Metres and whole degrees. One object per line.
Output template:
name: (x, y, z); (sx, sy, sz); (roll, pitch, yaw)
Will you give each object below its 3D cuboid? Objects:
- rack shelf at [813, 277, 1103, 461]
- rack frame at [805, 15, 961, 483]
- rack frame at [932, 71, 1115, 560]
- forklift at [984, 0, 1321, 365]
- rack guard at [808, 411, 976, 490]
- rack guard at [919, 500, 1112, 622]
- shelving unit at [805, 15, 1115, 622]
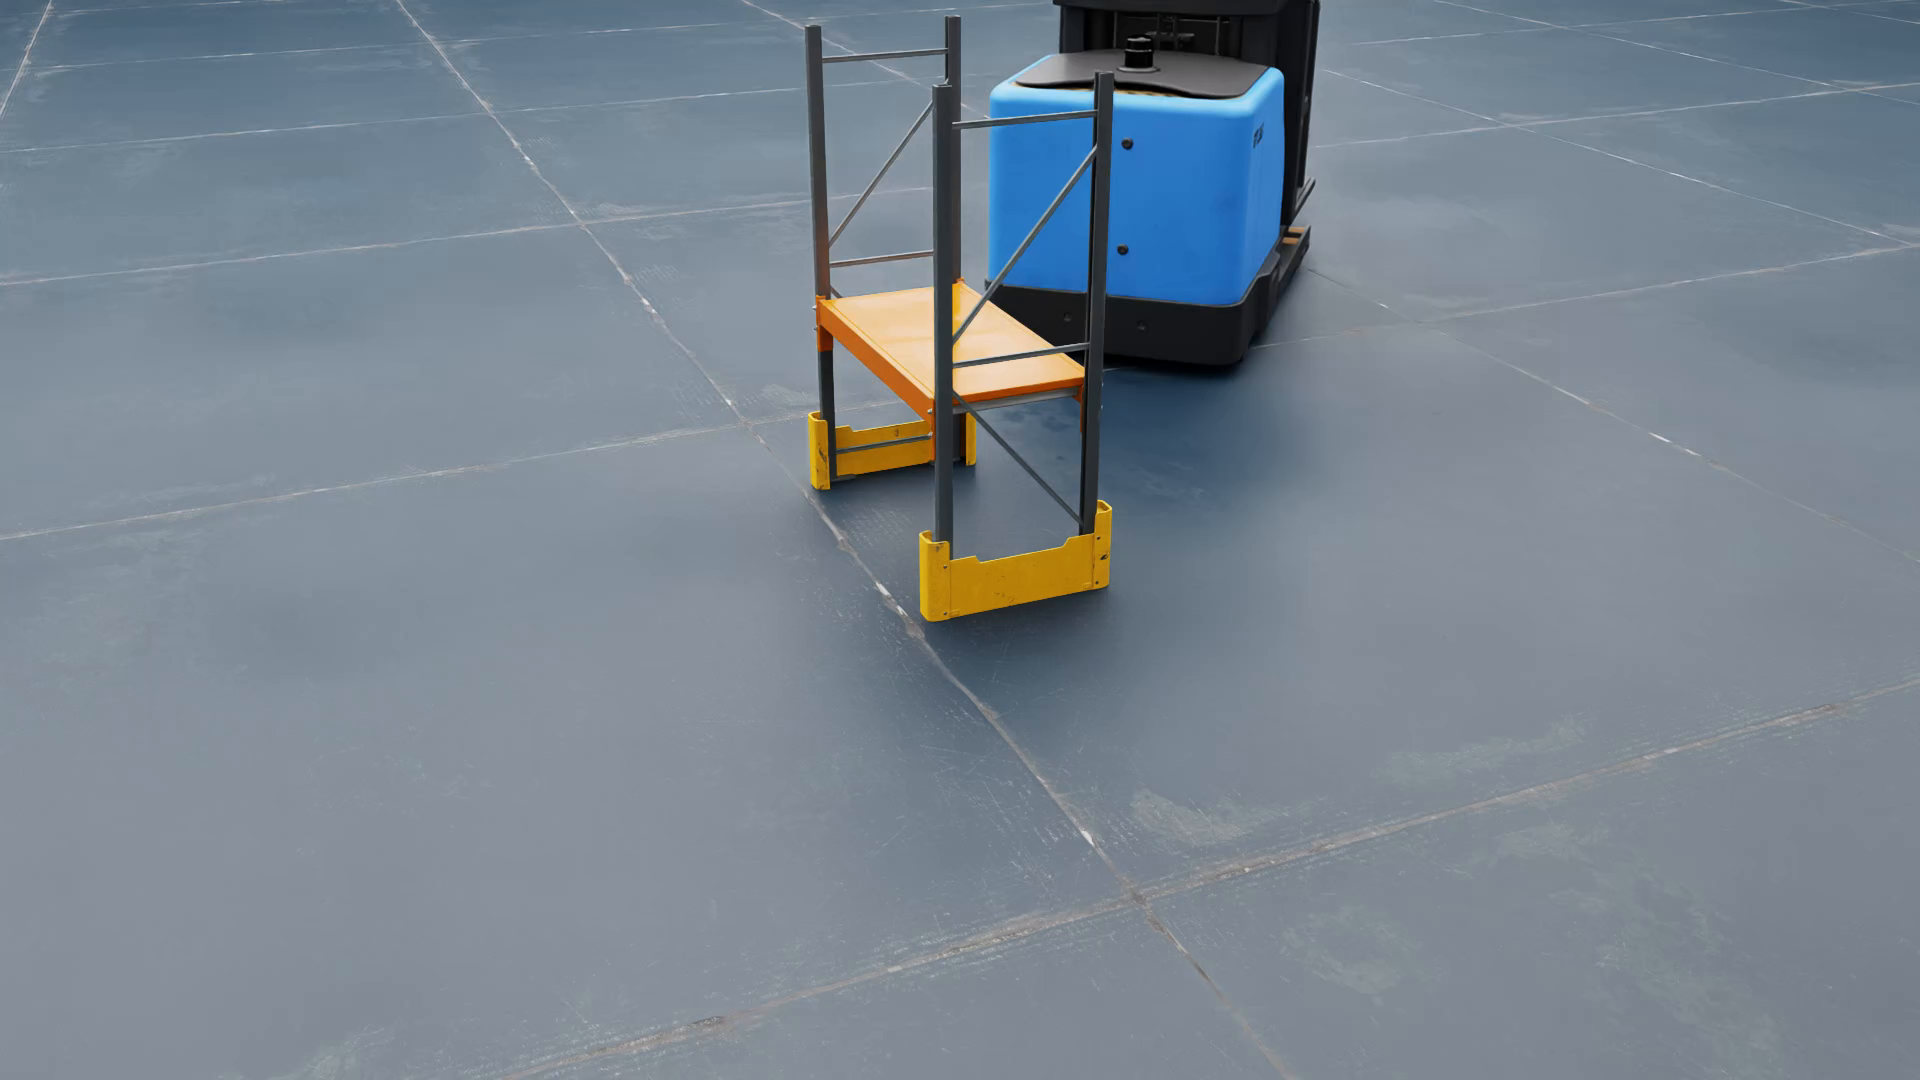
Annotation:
rack shelf: (-0.033, -0.547, 5.070); (0.538, 0.185, 1.000); (-11, 28, -21)
rack frame: (-0.232, -0.914, 5.412); (0.500, 1.500, 0.032); (-11, 28, -21)
rack frame: (0.166, -0.503, 4.571); (0.500, 1.500, 0.032); (-11, 28, -21)
forklift: (1.050, -2.623, 7.281); (1.130, 2.935, 3.031); (8, 27, 17)
rack guard: (-0.225, -0.344, 5.670); (0.587, 0.250, 0.087); (-11, 28, -21)
rack guard: (0.165, 0.058, 4.846); (0.587, 0.250, 0.087); (-11, 28, -21)
shelving unit: (-0.030, -0.705, 4.984); (0.587, 1.500, 1.083); (-11, 28, -21)
